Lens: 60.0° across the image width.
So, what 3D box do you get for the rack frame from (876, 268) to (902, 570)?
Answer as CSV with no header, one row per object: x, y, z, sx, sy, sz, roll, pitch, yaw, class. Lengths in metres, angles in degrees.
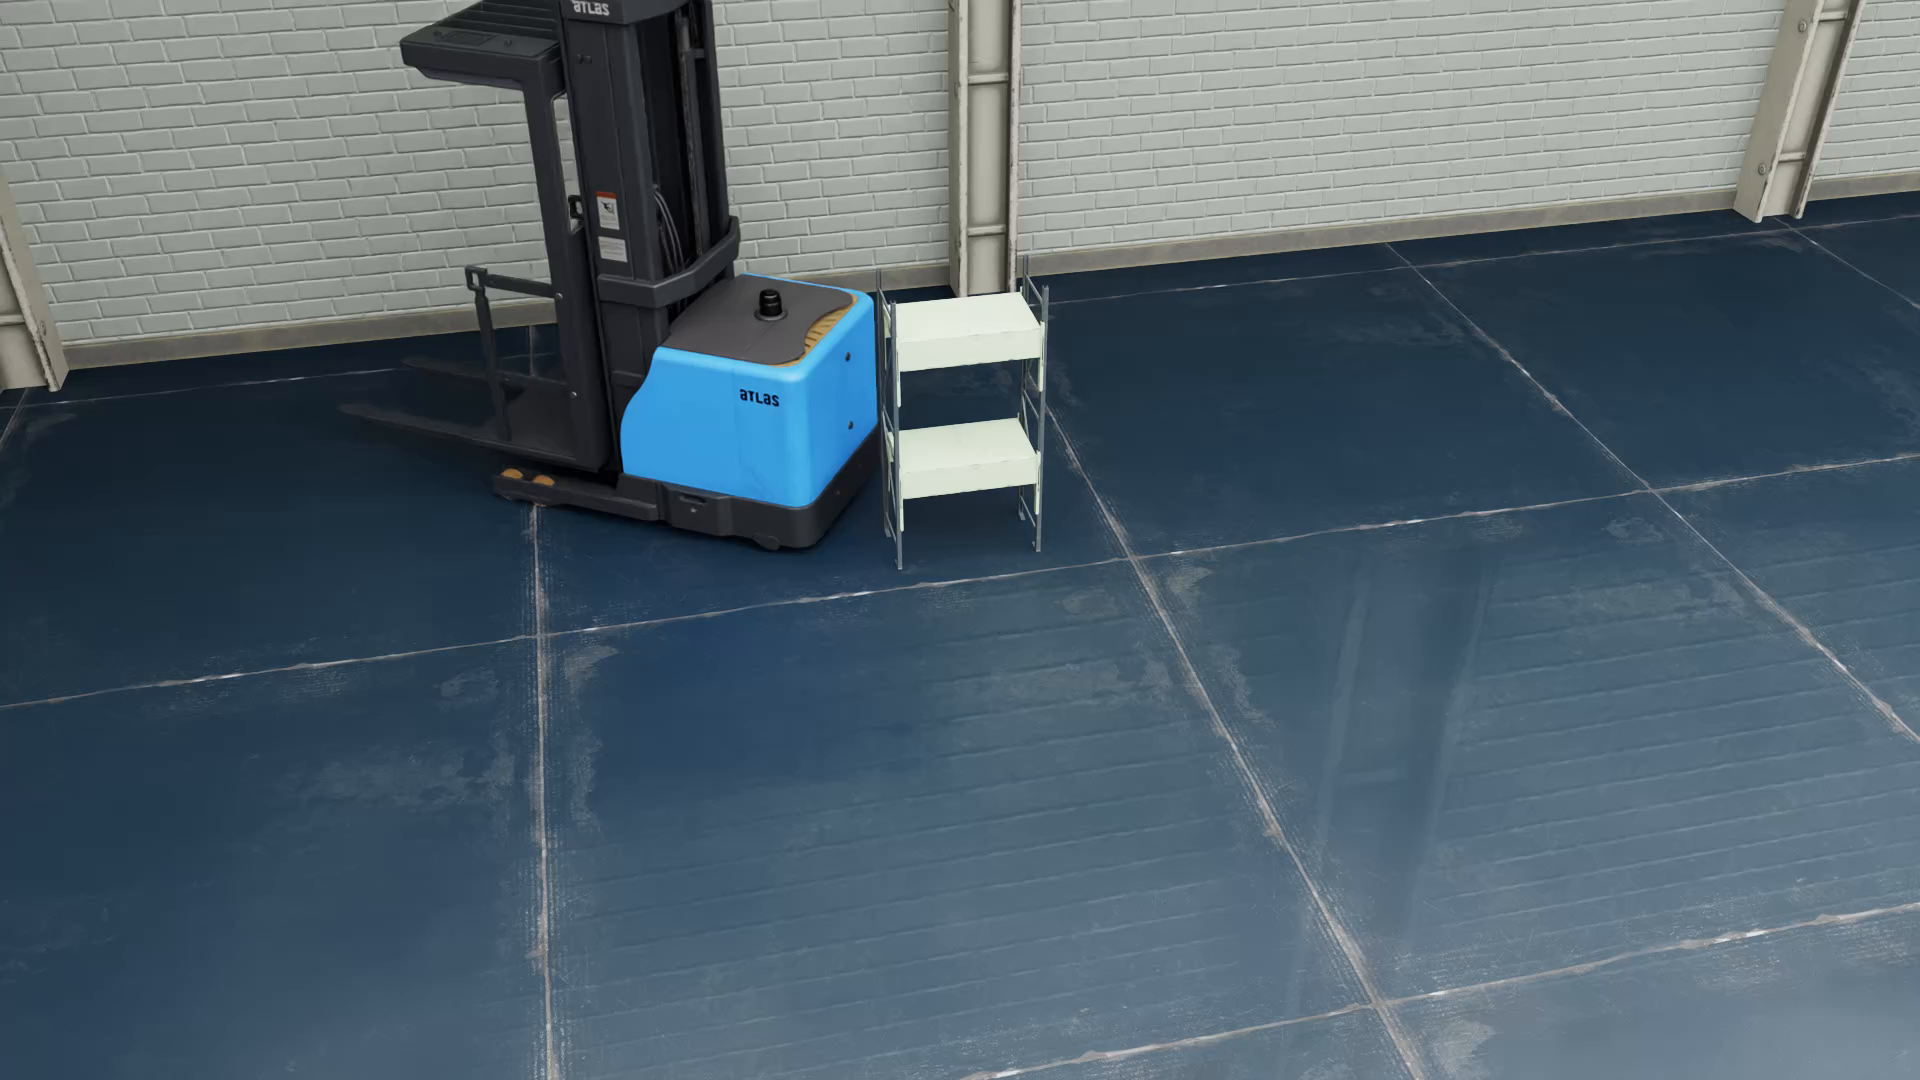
-0.350,-0.579,8.266,0.023,1.500,0.400,-7,35,-11,rack frame

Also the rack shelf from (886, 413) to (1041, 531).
0.007,-0.353,8.515,0.720,0.370,0.431,-7,35,-11,rack shelf

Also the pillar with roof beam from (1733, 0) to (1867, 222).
6.954,-3.839,6.395,0.400,9.000,9.100,-7,35,-11,pillar with roof beam

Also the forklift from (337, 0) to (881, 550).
-2.012,-1.662,8.596,3.031,2.935,1.130,11,36,16,forklift

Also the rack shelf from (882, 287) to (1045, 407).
0.007,-0.948,8.116,0.720,0.370,0.431,-7,35,-11,rack shelf

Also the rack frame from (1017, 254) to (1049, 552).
0.363,-0.669,8.400,0.023,1.500,0.400,-7,35,-11,rack frame

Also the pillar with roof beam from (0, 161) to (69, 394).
-4.750,-2.364,4.197,0.400,9.000,9.100,-7,35,-11,pillar with roof beam

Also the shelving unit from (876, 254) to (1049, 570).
0.007,-0.624,8.333,0.755,1.500,0.431,-7,35,-11,shelving unit

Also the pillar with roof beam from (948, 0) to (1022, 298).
1.102,-3.102,5.296,0.400,9.000,9.100,-7,35,-11,pillar with roof beam
